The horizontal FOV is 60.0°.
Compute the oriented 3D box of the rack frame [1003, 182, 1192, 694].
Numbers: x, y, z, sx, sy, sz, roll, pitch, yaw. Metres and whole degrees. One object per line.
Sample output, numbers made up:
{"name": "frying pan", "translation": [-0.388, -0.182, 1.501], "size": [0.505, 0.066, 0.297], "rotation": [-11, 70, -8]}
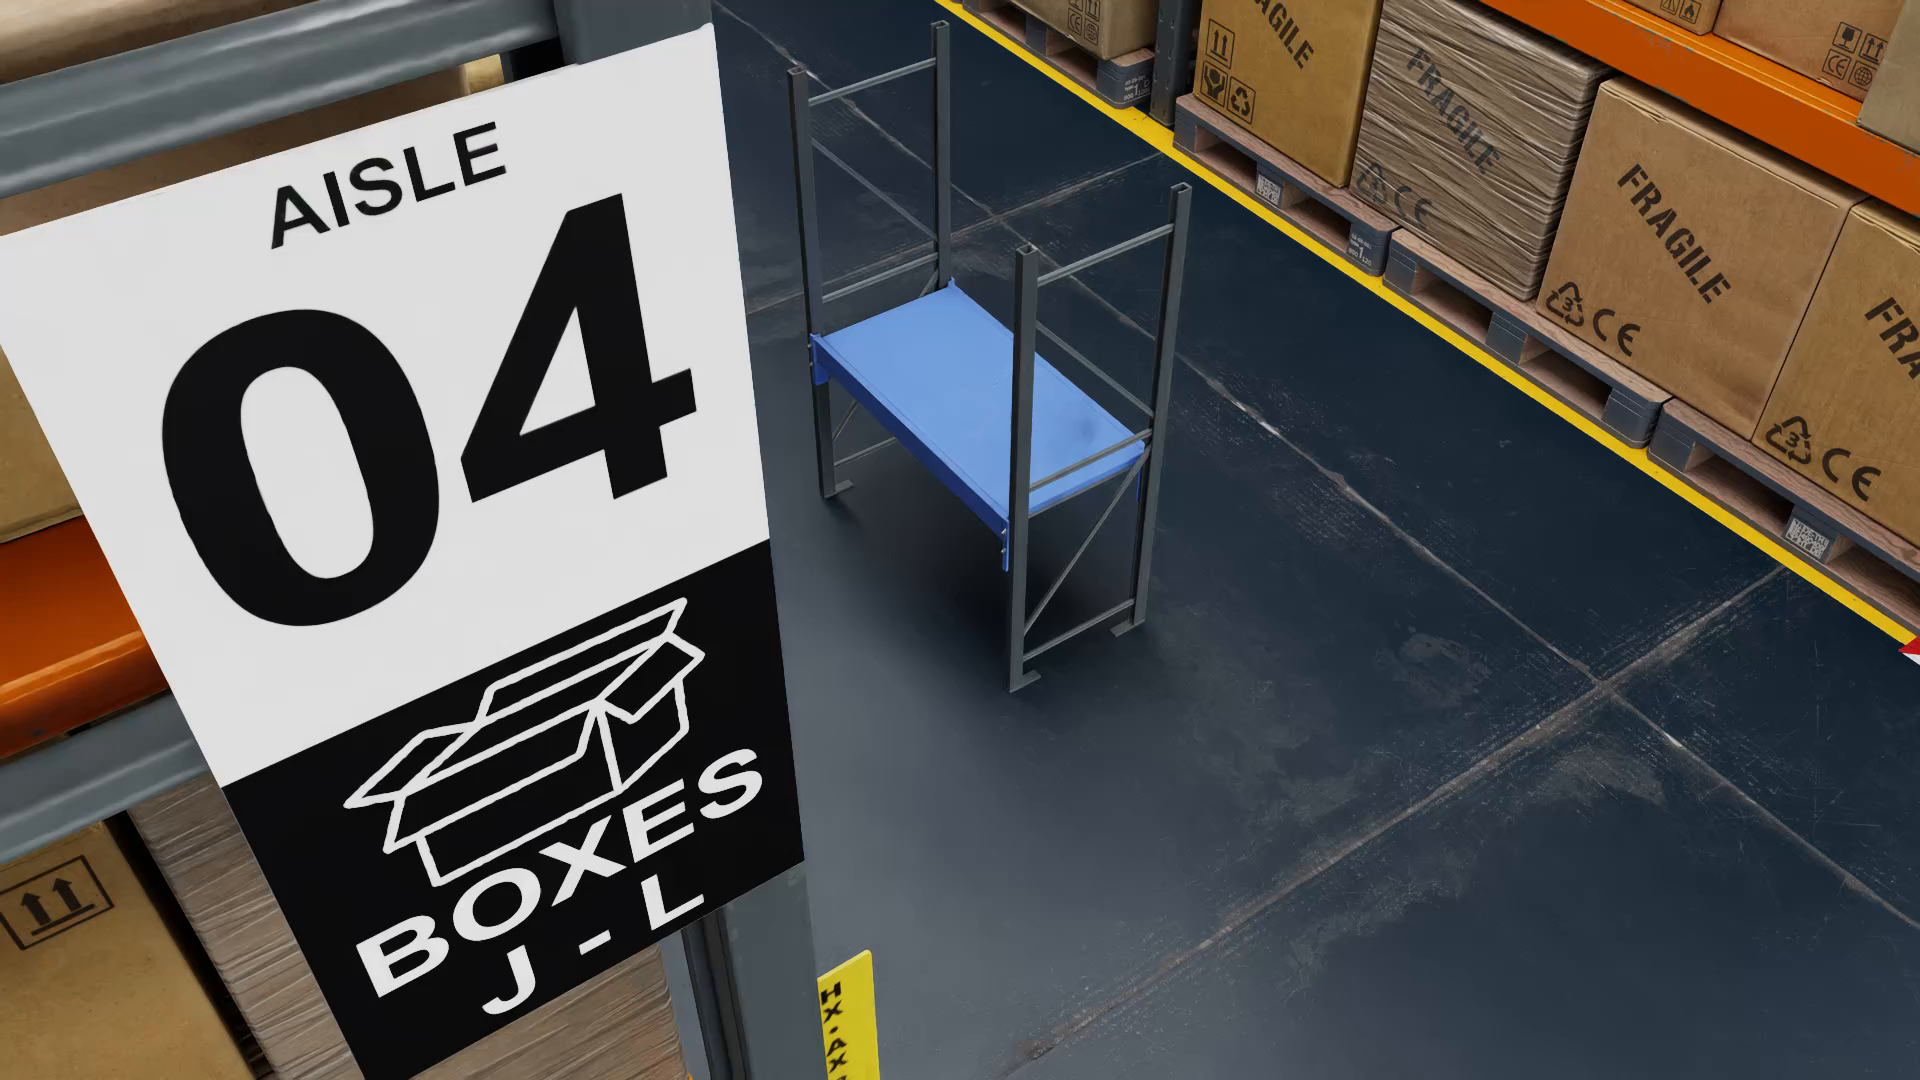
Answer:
{"name": "rack frame", "translation": [0.340, -0.206, 4.380], "size": [0.500, 1.500, 0.032], "rotation": [-26, 49, -24]}

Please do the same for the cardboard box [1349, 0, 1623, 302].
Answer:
{"name": "cardboard box", "translation": [2.078, -1.559, 5.946], "size": [0.875, 0.875, 0.875], "rotation": [-25, 49, -24]}

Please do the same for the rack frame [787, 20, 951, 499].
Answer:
{"name": "rack frame", "translation": [-0.242, -0.782, 4.983], "size": [0.500, 1.500, 0.032], "rotation": [-26, 49, -24]}

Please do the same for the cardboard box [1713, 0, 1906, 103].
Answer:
{"name": "cardboard box", "translation": [2.745, -1.719, 4.770], "size": [0.875, 0.550, 0.550], "rotation": [-26, 49, -24]}

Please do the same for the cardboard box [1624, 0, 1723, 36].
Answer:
{"name": "cardboard box", "translation": [2.408, -2.003, 5.067], "size": [0.875, 0.550, 0.500], "rotation": [-26, 49, -24]}

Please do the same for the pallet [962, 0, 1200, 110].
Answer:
{"name": "pallet", "translation": [0.753, -2.467, 7.682], "size": [1.003, 0.211, 1.213], "rotation": [-26, 49, -24]}

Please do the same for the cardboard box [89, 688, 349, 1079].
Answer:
{"name": "cardboard box", "translation": [-0.672, 0.174, 1.883], "size": [0.500, 0.500, 0.500], "rotation": [-26, 49, -24]}

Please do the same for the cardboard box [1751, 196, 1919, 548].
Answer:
{"name": "cardboard box", "translation": [3.103, -0.545, 4.883], "size": [0.875, 0.875, 0.875], "rotation": [-25, 49, -24]}

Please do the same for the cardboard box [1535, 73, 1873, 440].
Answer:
{"name": "cardboard box", "translation": [2.598, -1.042, 5.404], "size": [0.875, 0.875, 0.875], "rotation": [-26, 50, -25]}

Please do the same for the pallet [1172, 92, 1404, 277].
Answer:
{"name": "pallet", "translation": [1.627, -1.598, 6.772], "size": [1.003, 0.211, 1.213], "rotation": [-26, 49, -24]}

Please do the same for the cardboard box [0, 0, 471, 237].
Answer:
{"name": "cardboard box", "translation": [-0.549, -0.323, 1.064], "size": [0.380, 0.149, 0.250], "rotation": [-26, 49, -25]}

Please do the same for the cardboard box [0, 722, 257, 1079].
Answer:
{"name": "cardboard box", "translation": [-1.099, 0.380, 1.668], "size": [0.500, 0.500, 0.500], "rotation": [-26, 49, -24]}

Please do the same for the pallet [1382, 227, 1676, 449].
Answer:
{"name": "pallet", "translation": [2.329, -0.907, 6.047], "size": [1.003, 0.211, 1.213], "rotation": [-26, 49, -24]}

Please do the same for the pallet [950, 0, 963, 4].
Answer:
{"name": "pallet", "translation": [0.051, -3.159, 8.406], "size": [1.003, 0.211, 1.213], "rotation": [-26, 49, -24]}

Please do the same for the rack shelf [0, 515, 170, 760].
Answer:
{"name": "rack shelf", "translation": [-1.725, -0.859, 2.326], "size": [1.077, 0.370, 4.000], "rotation": [-26, 49, -24]}

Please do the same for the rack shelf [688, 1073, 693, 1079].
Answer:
{"name": "rack shelf", "translation": [-1.725, 0.226, 3.362], "size": [1.077, 0.370, 4.000], "rotation": [-26, 49, -24]}

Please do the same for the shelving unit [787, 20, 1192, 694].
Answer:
{"name": "shelving unit", "translation": [0.049, -0.494, 4.682], "size": [0.538, 1.500, 1.048], "rotation": [-26, 49, -24]}

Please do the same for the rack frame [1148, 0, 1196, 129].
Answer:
{"name": "rack frame", "translation": [1.256, -3.069, 6.292], "size": [1.000, 3.000, 0.127], "rotation": [-26, 49, -24]}

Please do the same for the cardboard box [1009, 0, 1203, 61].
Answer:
{"name": "cardboard box", "translation": [0.828, -2.723, 7.255], "size": [1.050, 0.750, 0.750], "rotation": [-26, 49, -25]}

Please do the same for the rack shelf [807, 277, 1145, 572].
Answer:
{"name": "rack shelf", "translation": [0.049, -0.364, 4.806], "size": [0.538, 0.185, 1.000], "rotation": [-26, 49, -24]}

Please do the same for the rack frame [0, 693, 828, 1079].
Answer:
{"name": "rack frame", "translation": [-0.581, 1.099, 1.927], "size": [1.000, 3.000, 0.127], "rotation": [-26, 49, -24]}

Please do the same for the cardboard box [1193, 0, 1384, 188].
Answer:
{"name": "cardboard box", "translation": [1.559, -2.068, 6.479], "size": [0.875, 0.875, 0.875], "rotation": [-25, 49, -24]}

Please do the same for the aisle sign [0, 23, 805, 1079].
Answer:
{"name": "aisle sign", "translation": [-0.300, 0.075, 1.116], "size": [0.394, 0.787, 0.004], "rotation": [-26, 49, -24]}

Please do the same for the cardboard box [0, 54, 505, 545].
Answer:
{"name": "cardboard box", "translation": [-0.645, -0.307, 1.335], "size": [0.500, 0.250, 0.500], "rotation": [-24, 49, -23]}

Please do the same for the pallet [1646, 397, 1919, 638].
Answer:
{"name": "pallet", "translation": [3.023, -0.217, 5.324], "size": [1.003, 0.211, 1.213], "rotation": [-26, 49, -24]}

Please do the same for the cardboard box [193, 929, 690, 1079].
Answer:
{"name": "cardboard box", "translation": [-0.873, 0.633, 2.127], "size": [0.875, 0.500, 0.500], "rotation": [-26, 49, -24]}

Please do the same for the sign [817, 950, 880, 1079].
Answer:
{"name": "sign", "translation": [-0.136, 0.571, 1.852], "size": [0.100, 0.325, 0.005], "rotation": [-26, 49, -24]}

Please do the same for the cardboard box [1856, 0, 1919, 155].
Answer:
{"name": "cardboard box", "translation": [2.963, -1.353, 4.386], "size": [0.875, 0.550, 0.550], "rotation": [-26, 49, -24]}
